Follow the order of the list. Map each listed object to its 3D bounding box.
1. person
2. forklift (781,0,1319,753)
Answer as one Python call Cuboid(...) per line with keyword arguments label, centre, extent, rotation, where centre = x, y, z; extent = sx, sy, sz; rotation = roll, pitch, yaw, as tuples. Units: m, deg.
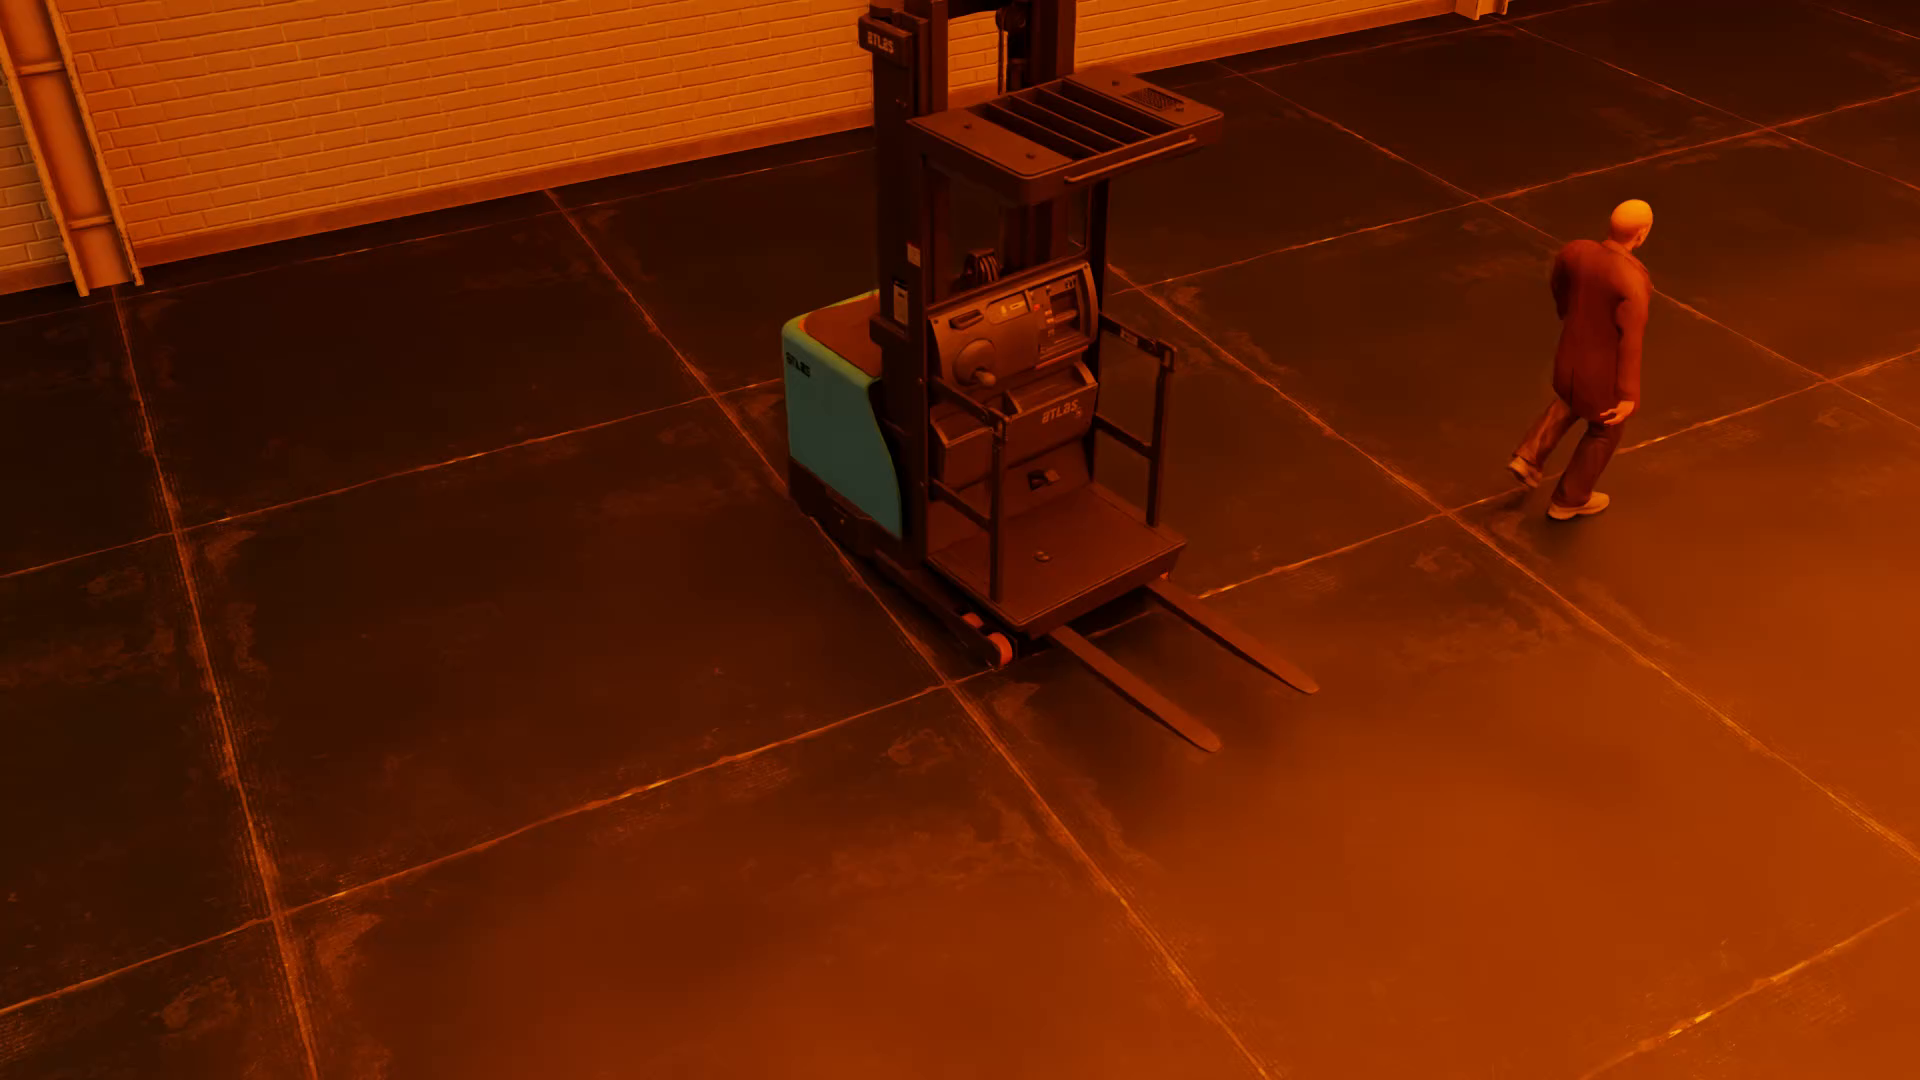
Cuboid(label="person", centre=(3.185, -0.893, 8.405), extent=(0.550, 1.759, 0.802), rotation=(-17, 39, -22))
Cuboid(label="forklift", centre=(0.389, -0.923, 7.429), extent=(1.130, 2.935, 3.031), rotation=(-25, 42, -30))
